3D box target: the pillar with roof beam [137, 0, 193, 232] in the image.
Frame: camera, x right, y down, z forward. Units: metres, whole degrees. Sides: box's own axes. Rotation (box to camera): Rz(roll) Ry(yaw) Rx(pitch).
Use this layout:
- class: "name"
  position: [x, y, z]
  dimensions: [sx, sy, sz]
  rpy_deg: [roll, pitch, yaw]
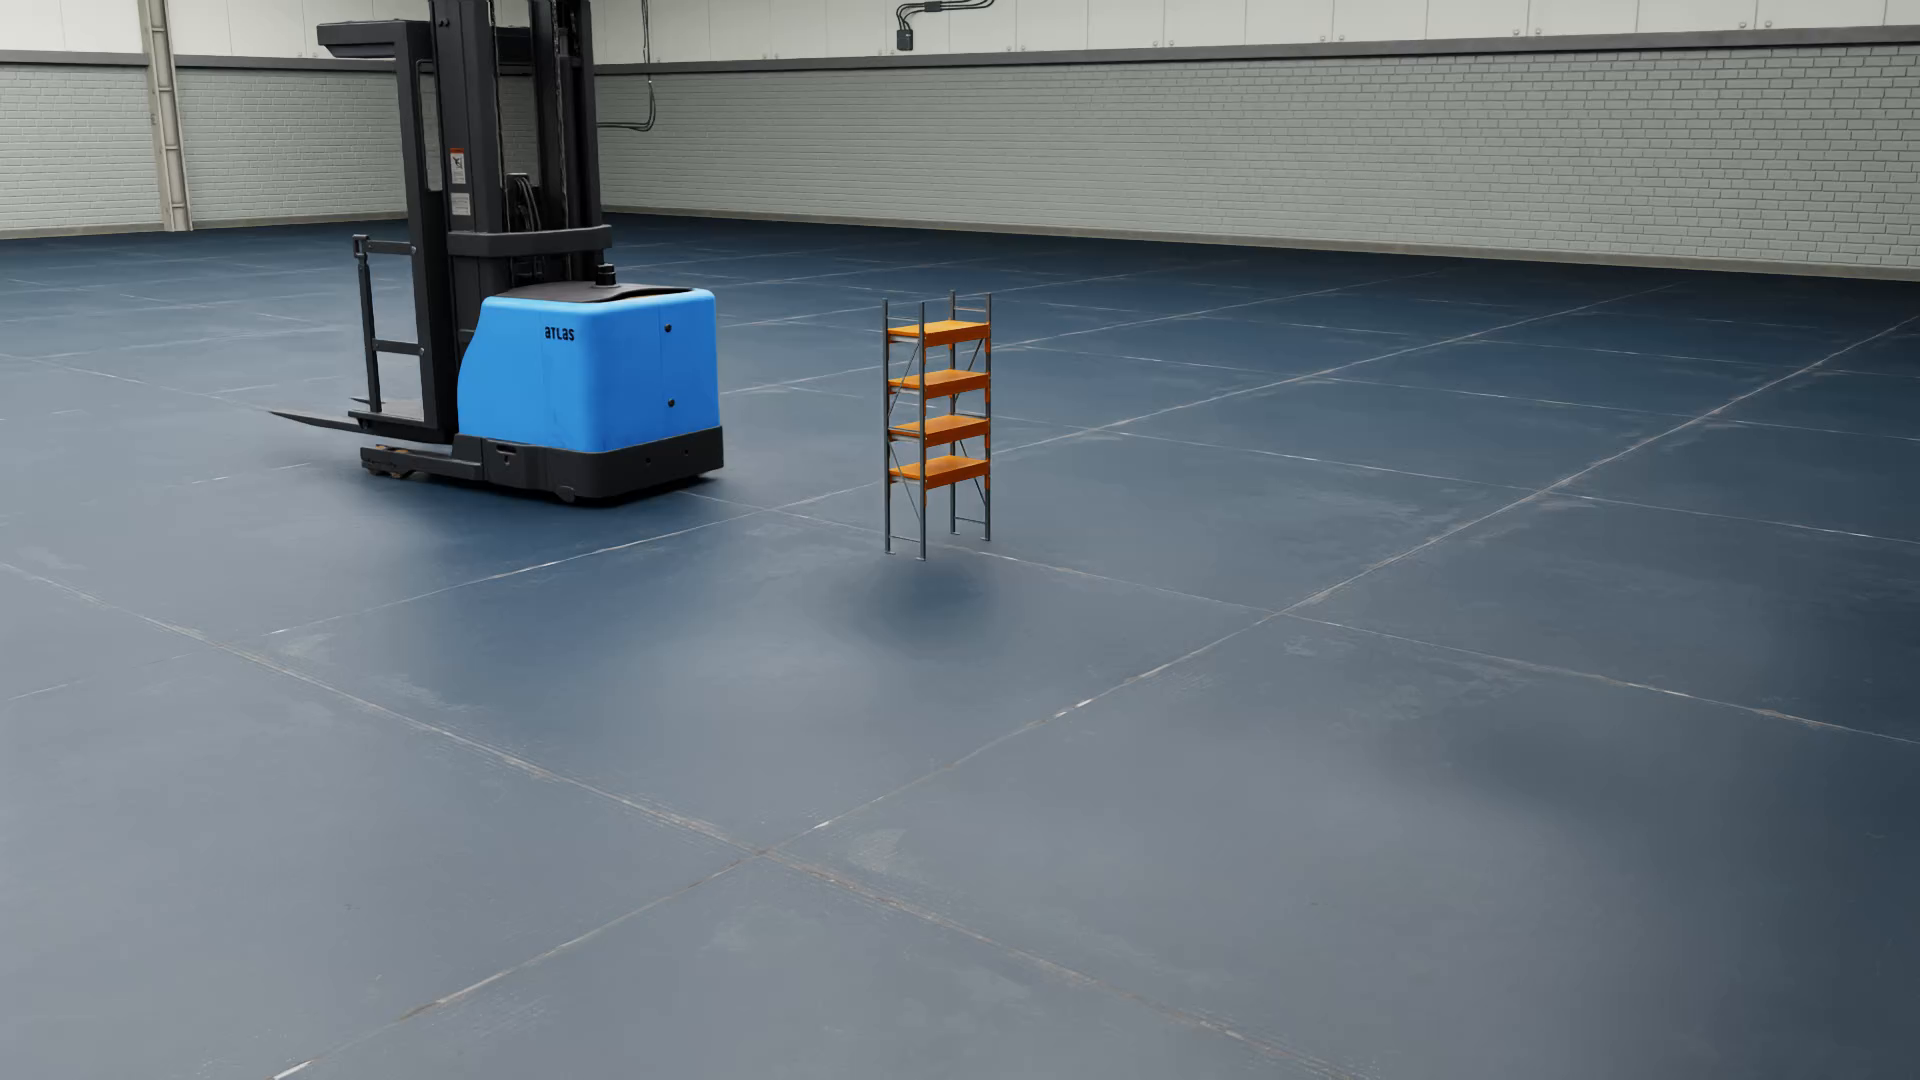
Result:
- class: "pillar with roof beam"
  position: [-10.914, -9.341, 26.618]
  dimensions: [9.100, 9.000, 0.400]
  rpy_deg: [11, 18, 38]

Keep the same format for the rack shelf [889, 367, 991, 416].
- class: "rack shelf"
  position: [-0.104, -0.701, 7.812]
  dimensions: [0.258, 0.148, 0.480]
  rpy_deg: [11, 18, 38]

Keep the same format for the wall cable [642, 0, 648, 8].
- class: "wall cable"
  position: [-5.507, -12.040, 33.291]
  dimensions: [3.097, 2.526, 0.112]
  rpy_deg: [11, 18, 38]

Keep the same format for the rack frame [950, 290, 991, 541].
- class: "rack frame"
  position: [0.049, -0.597, 8.034]
  dimensions: [0.240, 1.200, 0.015]
  rpy_deg: [11, 18, 38]

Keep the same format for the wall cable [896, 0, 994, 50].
- class: "wall cable"
  position: [-0.237, -11.692, 28.965]
  dimensions: [2.305, 6.003, 0.169]
  rpy_deg: [11, 18, 38]

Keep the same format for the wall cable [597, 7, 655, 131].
- class: "wall cable"
  position: [-7.612, -10.011, 35.561]
  dimensions: [3.097, 2.526, 0.112]
  rpy_deg: [11, 18, 38]

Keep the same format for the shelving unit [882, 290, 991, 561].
- class: "shelving unit"
  position: [-0.104, -0.550, 7.850]
  dimensions: [0.258, 1.200, 0.503]
  rpy_deg: [11, 18, 38]

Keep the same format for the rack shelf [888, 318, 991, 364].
- class: "rack shelf"
  position: [-0.104, -0.931, 7.754]
  dimensions: [0.258, 0.148, 0.480]
  rpy_deg: [11, 18, 38]

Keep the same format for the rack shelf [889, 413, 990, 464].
- class: "rack shelf"
  position: [-0.104, -0.485, 7.867]
  dimensions: [0.258, 0.148, 0.480]
  rpy_deg: [11, 18, 38]

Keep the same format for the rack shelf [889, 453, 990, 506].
- class: "rack shelf"
  position: [-0.104, -0.292, 7.916]
  dimensions: [0.258, 0.148, 0.480]
  rpy_deg: [11, 18, 38]

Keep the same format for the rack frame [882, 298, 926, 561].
- class: "rack frame"
  position: [-0.257, -0.503, 7.666]
  dimensions: [0.240, 1.200, 0.015]
  rpy_deg: [11, 18, 38]

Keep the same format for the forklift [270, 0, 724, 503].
- class: "forklift"
  position: [-2.860, -1.872, 9.539]
  dimensions: [3.031, 2.935, 1.130]
  rpy_deg: [9, 17, 32]
